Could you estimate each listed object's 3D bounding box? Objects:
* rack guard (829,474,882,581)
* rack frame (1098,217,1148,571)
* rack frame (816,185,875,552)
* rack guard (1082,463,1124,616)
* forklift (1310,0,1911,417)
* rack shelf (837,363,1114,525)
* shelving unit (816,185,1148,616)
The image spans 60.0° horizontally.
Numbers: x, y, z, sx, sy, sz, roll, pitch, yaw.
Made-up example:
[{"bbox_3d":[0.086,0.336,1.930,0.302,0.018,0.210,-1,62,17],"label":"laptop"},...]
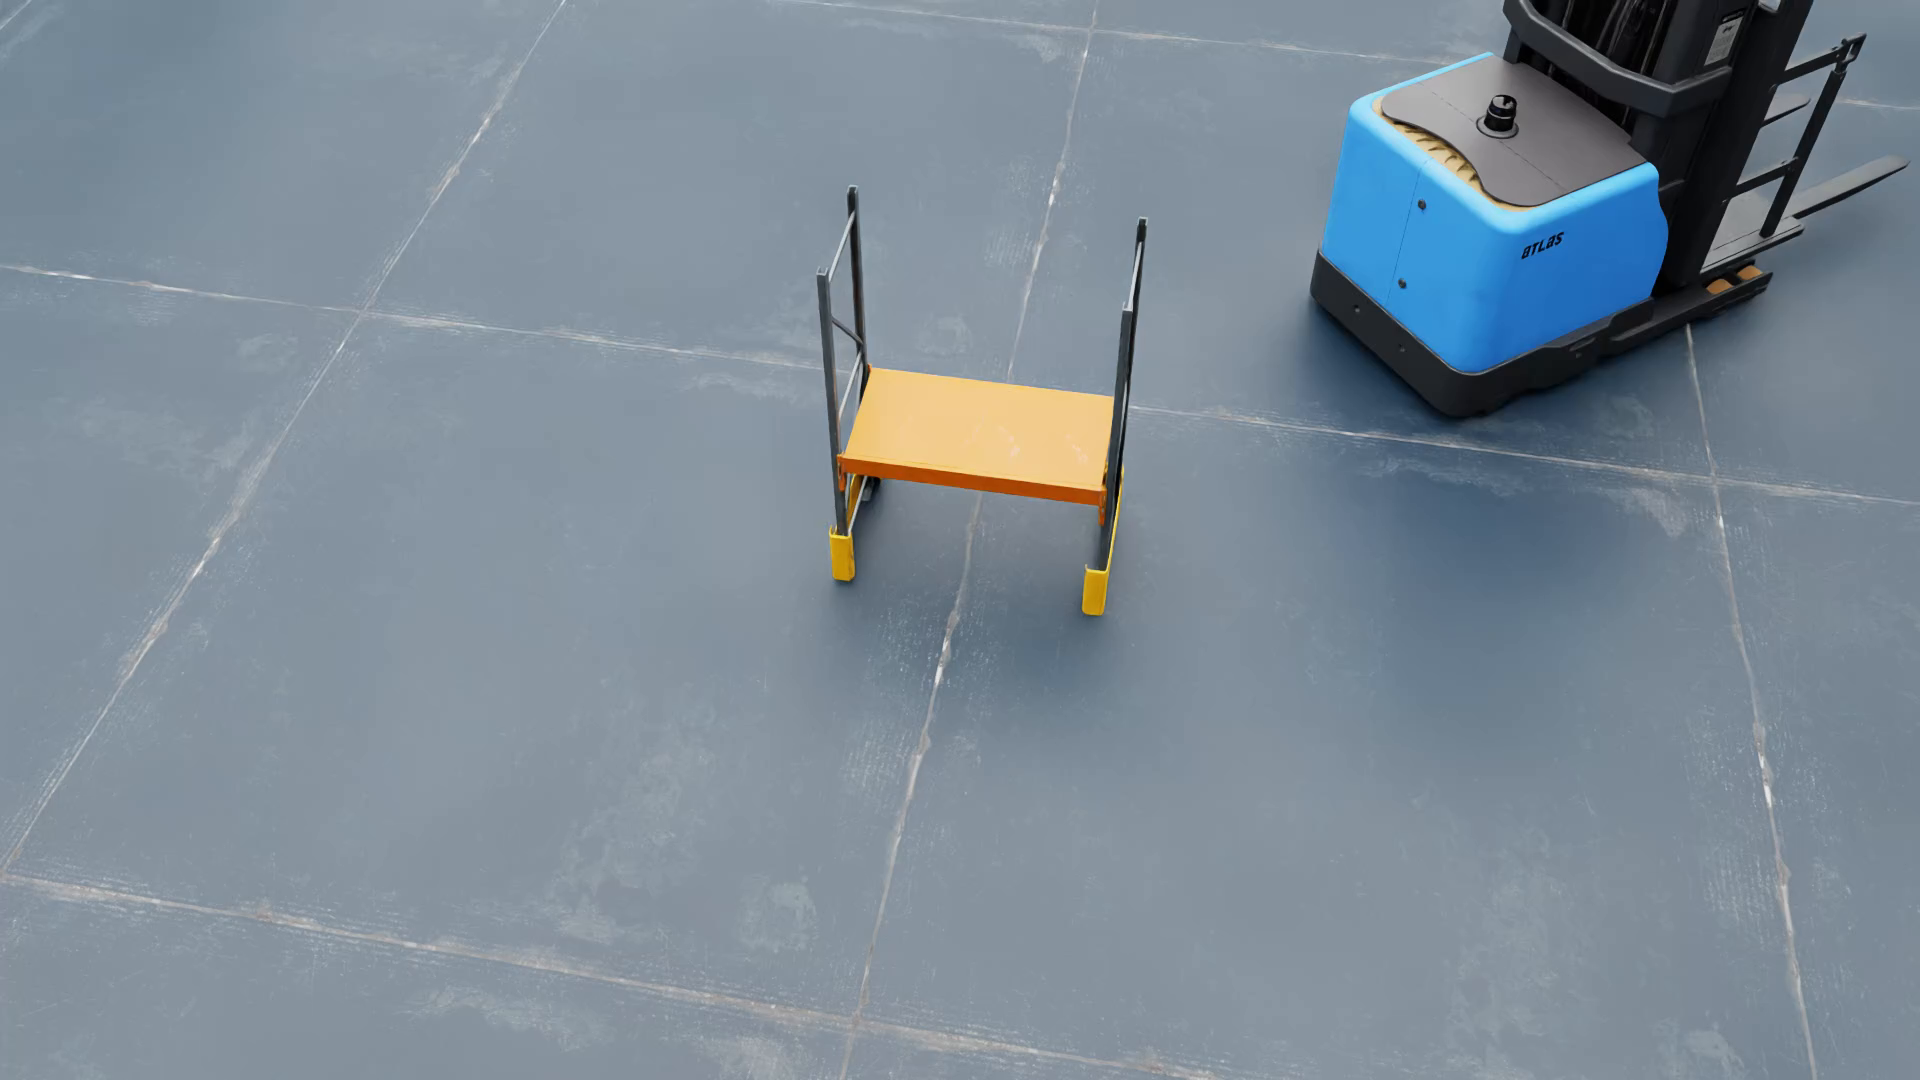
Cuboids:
[{"bbox_3d":[-0.415,-0.139,6.679,0.087,0.250,0.587,8,49,7],"label":"rack guard"},{"bbox_3d":[0.584,-0.423,6.094,0.032,1.500,0.500,8,49,7],"label":"rack frame"},{"bbox_3d":[-0.416,-0.557,6.214,0.032,1.500,0.500,8,49,7],"label":"rack frame"},{"bbox_3d":[0.565,-0.008,6.561,0.087,0.250,0.587,8,49,7],"label":"rack guard"},{"bbox_3d":[3.145,-2.329,6.844,3.031,2.935,1.130,-23,52,-20],"label":"forklift"},{"bbox_3d":[0.084,-0.370,6.288,1.000,0.185,0.538,8,49,7],"label":"rack shelf"},{"bbox_3d":[0.075,-0.491,6.155,1.083,1.500,0.587,8,49,7],"label":"shelving unit"}]
